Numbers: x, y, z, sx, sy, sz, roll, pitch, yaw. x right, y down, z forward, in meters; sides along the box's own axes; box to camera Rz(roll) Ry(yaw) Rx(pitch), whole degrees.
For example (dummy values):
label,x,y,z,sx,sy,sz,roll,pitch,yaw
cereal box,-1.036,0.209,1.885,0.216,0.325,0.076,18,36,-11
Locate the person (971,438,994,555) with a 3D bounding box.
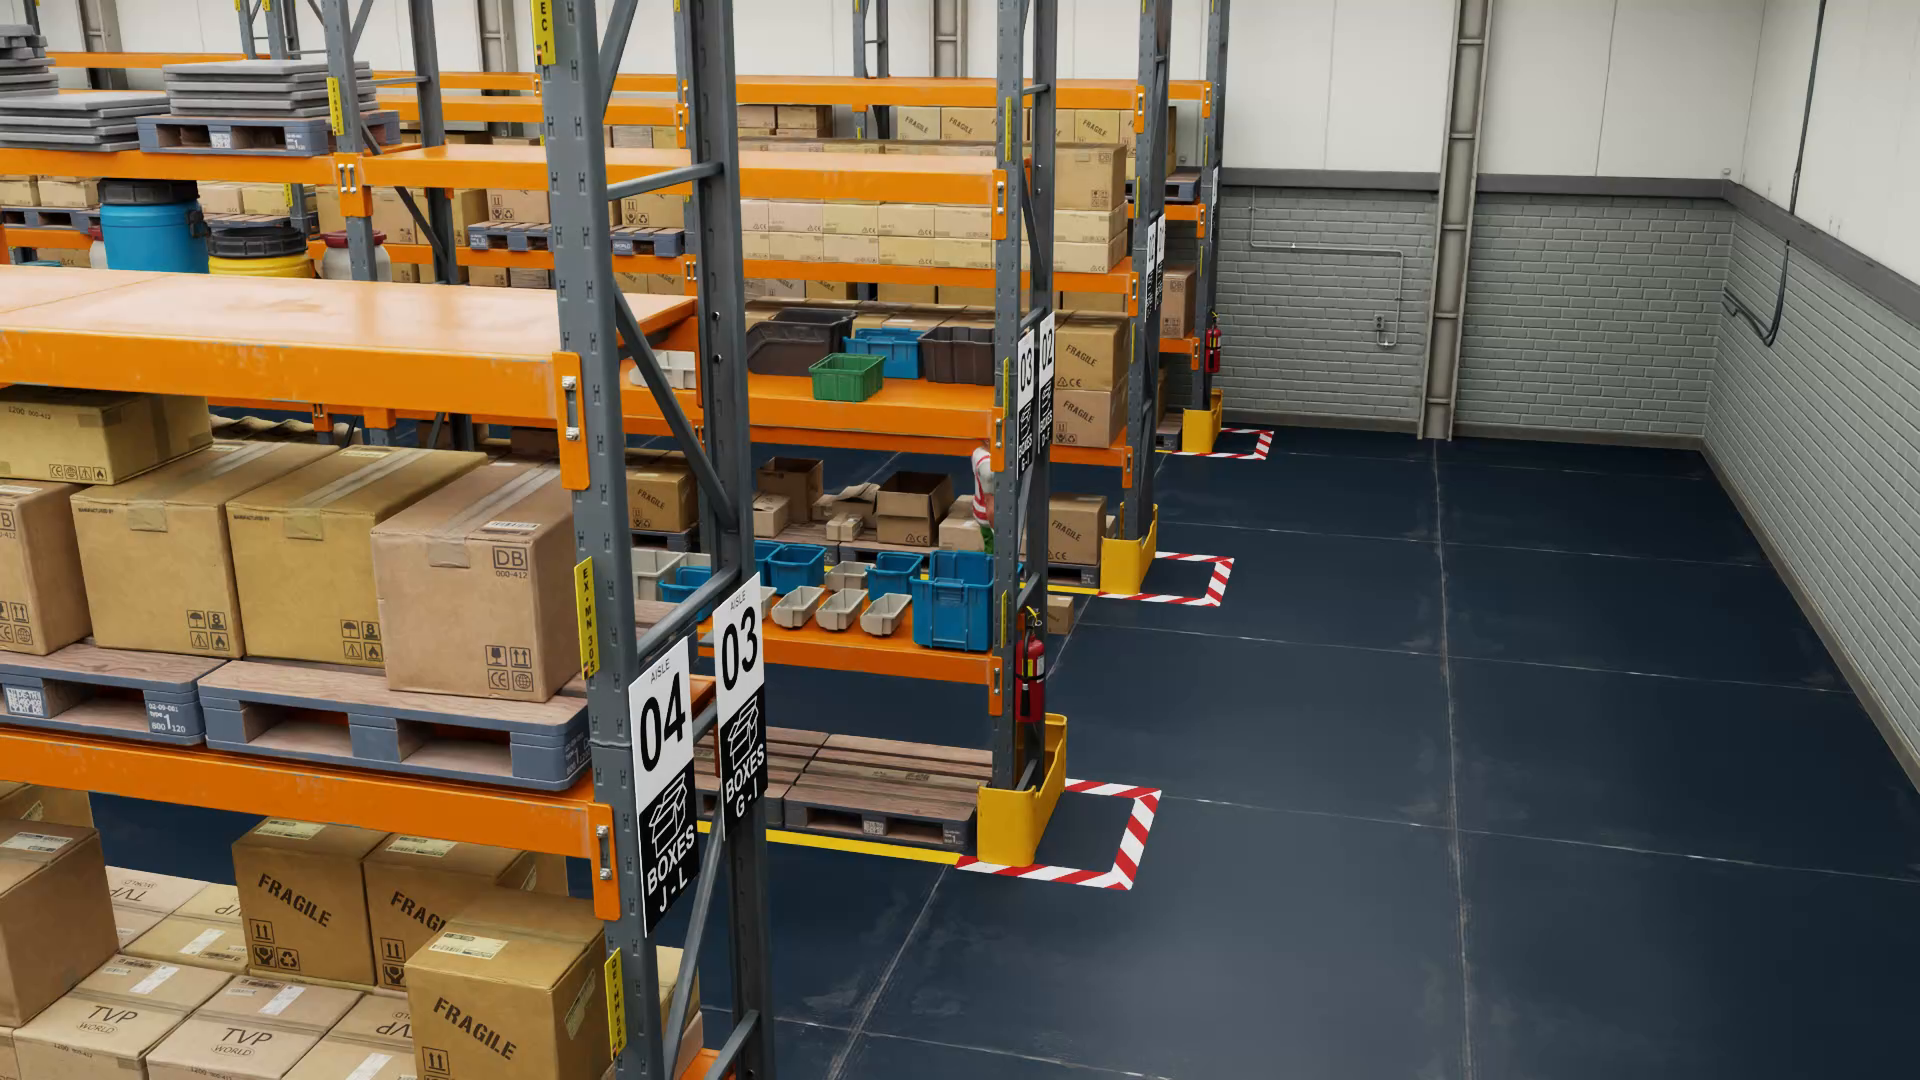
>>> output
label,x,y,z,sx,sy,sz,roll,pitch,yaw
person,0.282,-0.152,13.645,0.375,1.791,0.638,-3,18,-9
